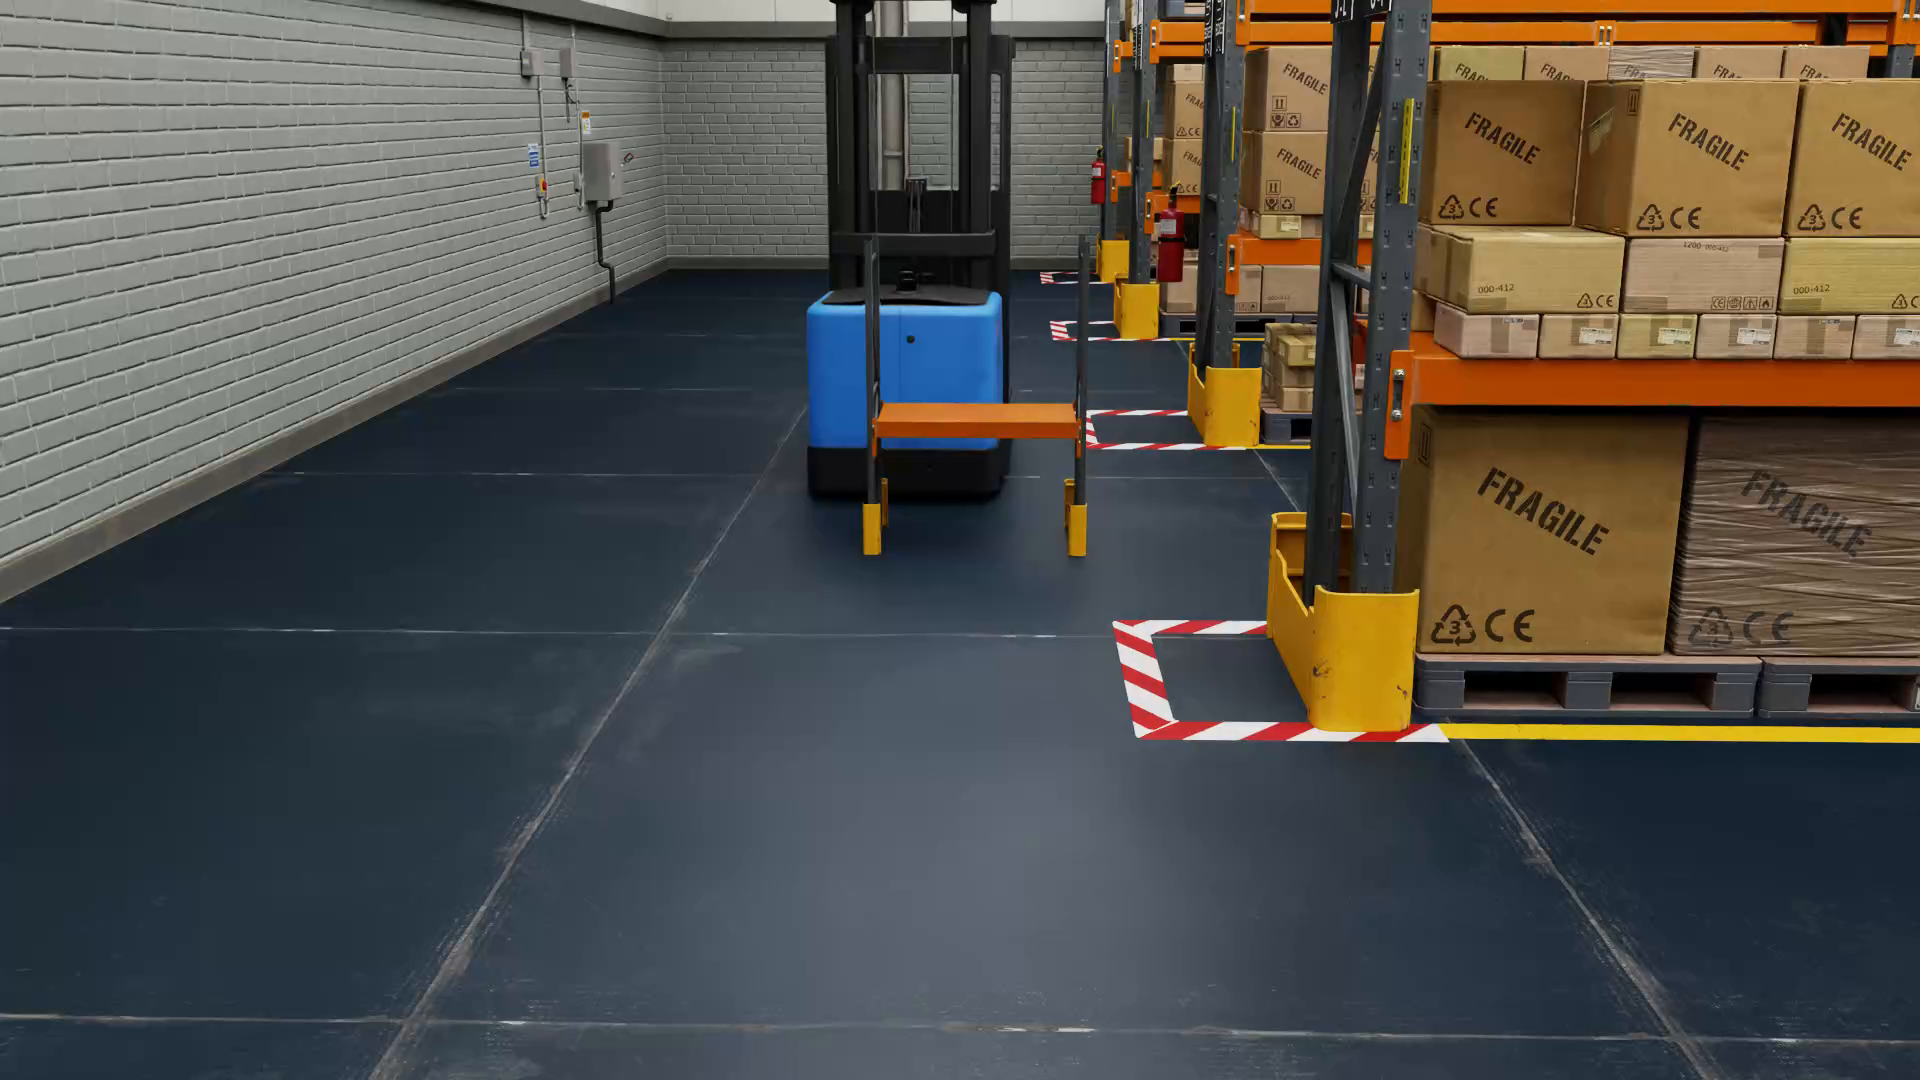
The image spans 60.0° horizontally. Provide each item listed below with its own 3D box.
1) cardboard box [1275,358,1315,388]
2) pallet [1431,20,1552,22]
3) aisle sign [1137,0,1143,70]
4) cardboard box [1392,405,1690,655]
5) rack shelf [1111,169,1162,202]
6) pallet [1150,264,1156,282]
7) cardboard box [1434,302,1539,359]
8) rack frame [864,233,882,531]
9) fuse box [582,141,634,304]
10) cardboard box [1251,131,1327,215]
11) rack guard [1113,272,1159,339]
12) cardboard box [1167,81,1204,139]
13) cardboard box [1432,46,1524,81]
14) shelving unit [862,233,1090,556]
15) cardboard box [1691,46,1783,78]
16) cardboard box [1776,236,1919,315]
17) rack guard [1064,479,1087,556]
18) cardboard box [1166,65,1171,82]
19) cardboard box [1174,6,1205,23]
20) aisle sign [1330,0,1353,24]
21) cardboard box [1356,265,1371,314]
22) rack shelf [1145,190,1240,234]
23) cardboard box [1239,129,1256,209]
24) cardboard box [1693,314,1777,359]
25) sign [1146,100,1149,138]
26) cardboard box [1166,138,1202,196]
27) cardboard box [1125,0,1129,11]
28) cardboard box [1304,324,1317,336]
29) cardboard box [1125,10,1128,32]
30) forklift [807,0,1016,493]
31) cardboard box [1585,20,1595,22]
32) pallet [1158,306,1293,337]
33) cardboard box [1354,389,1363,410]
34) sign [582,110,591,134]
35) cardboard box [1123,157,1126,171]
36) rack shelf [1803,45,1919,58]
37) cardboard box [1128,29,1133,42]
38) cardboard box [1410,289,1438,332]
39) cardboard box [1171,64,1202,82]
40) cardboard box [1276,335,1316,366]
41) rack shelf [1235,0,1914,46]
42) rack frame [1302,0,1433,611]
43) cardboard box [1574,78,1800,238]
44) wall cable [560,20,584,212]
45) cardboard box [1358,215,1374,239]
[{"bbox_3d":[2.193,-1.093,10.786,0.250,0.149,0.380,1,15,4],"label":"cardboard box"},{"bbox_3d":[4.882,-4.846,15.122,1.213,0.211,1.003,0,15,1],"label":"pallet"},{"bbox_3d":[1.622,-4.640,14.952,0.004,0.787,0.394,0,15,1],"label":"aisle sign"},{"bbox_3d":[2.090,-0.121,6.262,0.875,0.875,0.875,0,15,1],"label":"cardboard box"},{"bbox_3d":[3.824,-4.362,20.402,4.000,0.370,1.077,0,15,1],"label":"rack shelf"},{"bbox_3d":[2.697,-3.369,20.695,1.213,0.211,1.003,0,15,1],"label":"pallet"},{"bbox_3d":[1.795,-0.722,5.687,0.250,0.149,0.380,1,15,2],"label":"cardboard box"},{"bbox_3d":[-0.423,-0.728,8.159,0.032,1.500,0.500,0,15,1],"label":"rack frame"},{"bbox_3d":[-3.737,-3.399,17.870,0.414,1.711,0.539,0,15,1],"label":"fuse box"},{"bbox_3d":[2.118,-2.312,10.446,0.500,0.500,0.500,1,15,4],"label":"cardboard box"},{"bbox_3d":[1.677,-2.248,15.881,0.348,0.500,1.175,0,15,1],"label":"rack guard"},{"bbox_3d":[2.174,-3.913,15.134,0.500,0.500,0.500,0,15,0],"label":"cardboard box"},{"bbox_3d":[3.142,-2.788,10.288,0.500,0.500,0.500,0,15,0],"label":"cardboard box"},{"bbox_3d":[0.076,-0.725,8.147,1.083,1.500,0.587,0,15,1],"label":"shelving unit"},{"bbox_3d":[4.681,-2.779,10.256,0.500,0.500,0.500,0,15,0],"label":"cardboard box"},{"bbox_3d":[2.943,-0.923,5.669,0.500,0.250,0.500,0,15,0],"label":"cardboard box"},{"bbox_3d":[0.574,-0.117,8.294,0.087,0.250,0.587,0,15,1],"label":"rack guard"},{"bbox_3d":[2.065,-4.351,15.524,0.250,0.149,0.380,1,15,2],"label":"cardboard box"},{"bbox_3d":[2.770,-6.174,19.691,0.500,0.250,0.500,1,15,2],"label":"cardboard box"},{"bbox_3d":[1.384,-2.263,5.943,0.004,0.787,0.394,0,15,1],"label":"aisle sign"},{"bbox_3d":[4.180,-2.432,15.877,0.875,0.438,0.875,0,15,0],"label":"cardboard box"},{"bbox_3d":[3.701,-3.096,15.604,4.000,0.370,1.077,0,15,1],"label":"rack shelf"},{"bbox_3d":[2.132,-2.449,10.962,0.500,0.500,0.500,1,15,3],"label":"cardboard box"},{"bbox_3d":[2.568,-0.717,5.671,0.250,0.149,0.380,0,15,1],"label":"cardboard box"},{"bbox_3d":[1.681,-3.772,14.905,0.005,0.325,0.100,0,15,1],"label":"sign"},{"bbox_3d":[2.174,-3.429,15.260,0.500,0.500,0.500,0,15,1],"label":"cardboard box"},{"bbox_3d":[2.276,-6.554,20.153,0.500,0.250,0.500,0,15,0],"label":"cardboard box"},{"bbox_3d":[2.461,-1.351,11.179,0.250,0.149,0.380,1,15,3],"label":"cardboard box"},{"bbox_3d":[2.276,-6.311,20.211,0.500,0.250,0.500,0,15,0],"label":"cardboard box"},{"bbox_3d":[-0.226,-1.994,10.151,1.130,2.935,3.031,1,15,3],"label":"forklift"},{"bbox_3d":[7.674,-6.296,19.917,0.250,0.149,0.380,0,15,2],"label":"cardboard box"},{"bbox_3d":[2.503,-2.123,15.974,1.213,0.211,1.003,0,15,1],"label":"pallet"},{"bbox_3d":[2.455,-0.952,10.835,0.250,0.149,0.380,0,15,1],"label":"cardboard box"},{"bbox_3d":[-3.945,-4.409,17.552,0.001,0.242,0.339,0,15,1],"label":"sign"},{"bbox_3d":[2.162,-4.667,20.643,0.250,0.149,0.380,0,15,1],"label":"cardboard box"},{"bbox_3d":[11.821,-5.760,19.822,4.000,0.370,1.077,0,15,1],"label":"rack shelf"},{"bbox_3d":[2.137,-5.990,19.777,0.250,0.149,0.380,1,15,3],"label":"cardboard box"},{"bbox_3d":[1.813,-0.890,6.324,0.250,0.149,0.380,1,15,2],"label":"cardboard box"},{"bbox_3d":[2.049,-4.229,15.063,0.250,0.149,0.380,1,15,3],"label":"cardboard box"},{"bbox_3d":[2.191,-1.216,10.668,0.250,0.149,0.380,0,15,-1],"label":"cardboard box"},{"bbox_3d":[3.675,-3.283,10.434,4.000,0.370,1.077,0,15,1],"label":"rack shelf"},{"bbox_3d":[1.448,-0.929,5.983,0.127,3.000,1.000,0,15,1],"label":"rack frame"},{"bbox_3d":[2.421,-1.288,5.583,0.500,0.500,0.500,0,15,0],"label":"cardboard box"},{"bbox_3d":[-3.912,-4.340,16.920,0.122,1.984,0.588,0,15,1],"label":"wall cable"},{"bbox_3d":[2.514,-1.980,10.457,0.250,0.149,0.380,0,15,0],"label":"cardboard box"}]
